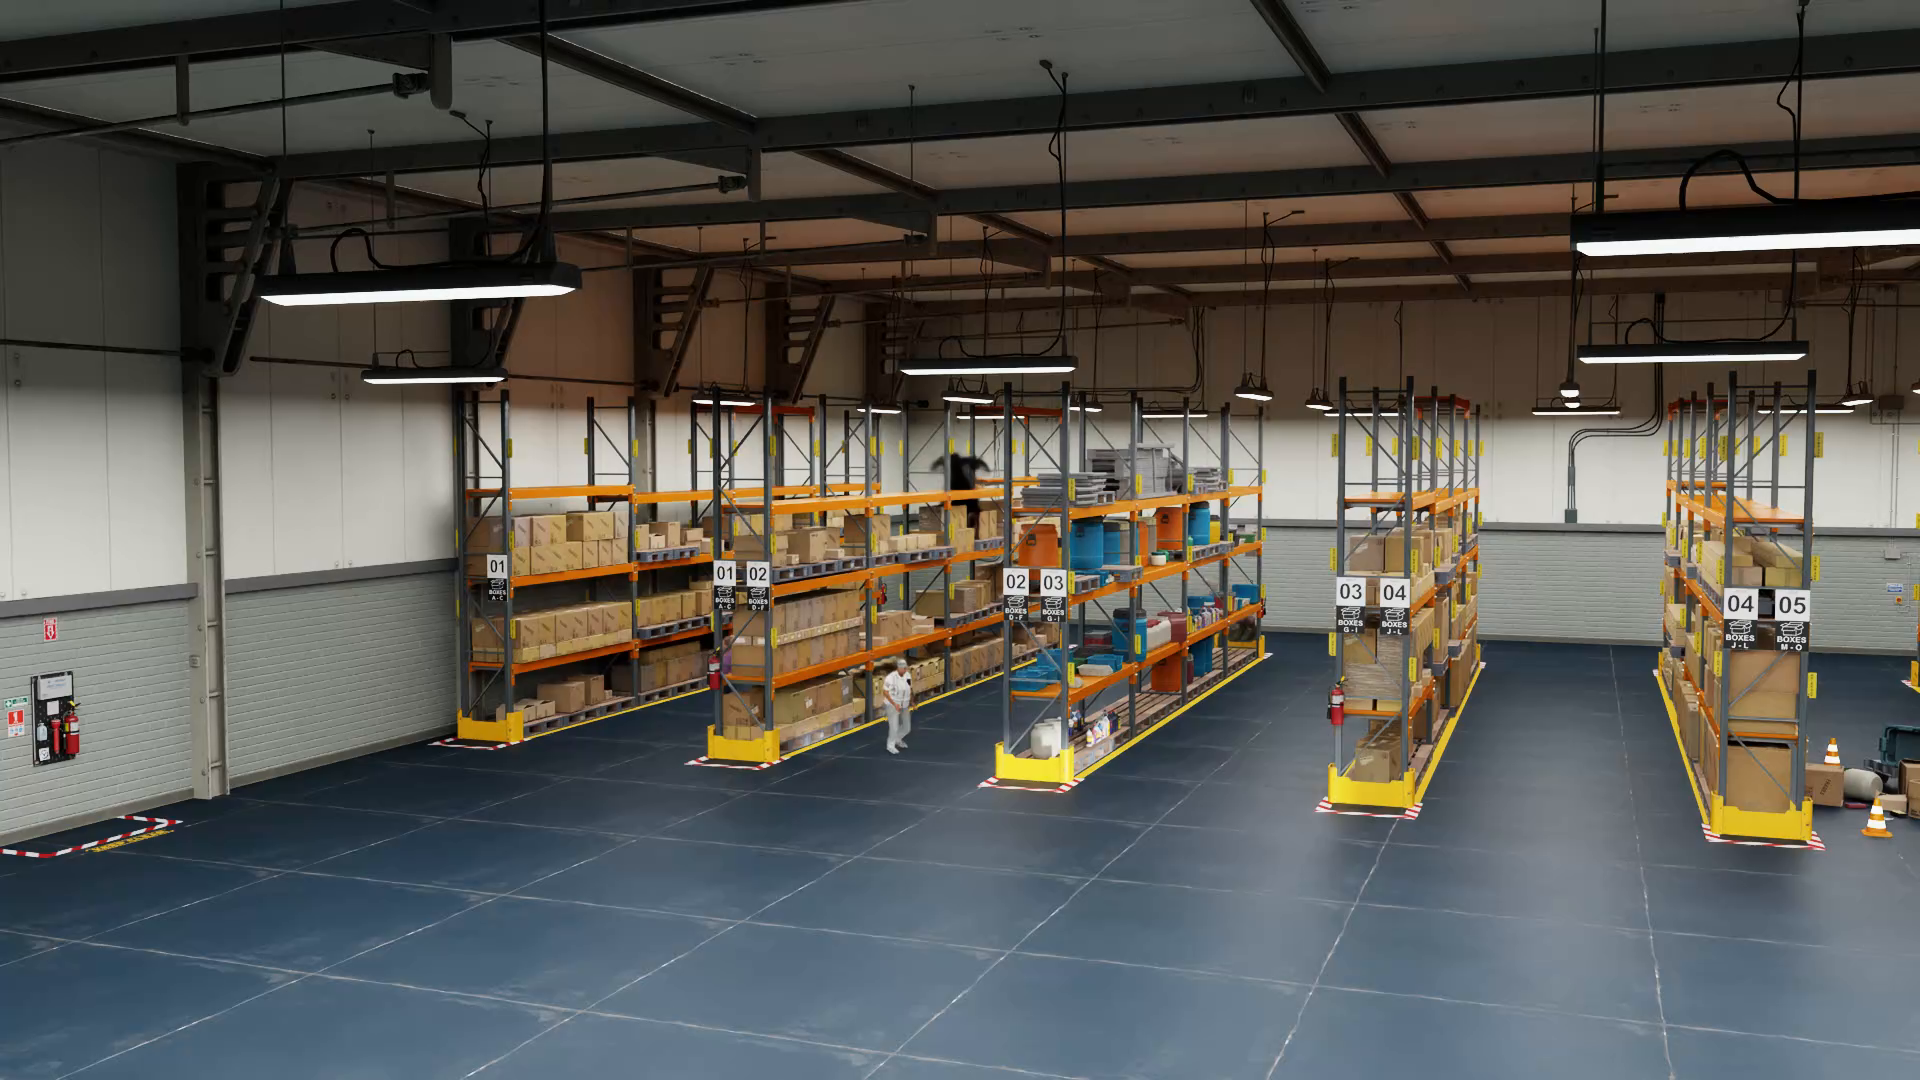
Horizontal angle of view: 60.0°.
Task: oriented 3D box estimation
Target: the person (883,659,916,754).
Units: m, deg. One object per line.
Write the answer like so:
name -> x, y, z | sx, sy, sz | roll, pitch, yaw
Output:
person -> -1.035, 2.726, 27.303 | 0.582, 1.597, 0.783 | -2, 4, -31

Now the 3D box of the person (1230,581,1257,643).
person -> 7.037, 1.884, 41.069 | 0.870, 1.764, 0.728 | 1, 3, 16

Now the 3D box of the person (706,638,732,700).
person -> -4.336, 2.548, 30.275 | 0.623, 1.550, 0.600 | 0, 3, 1
